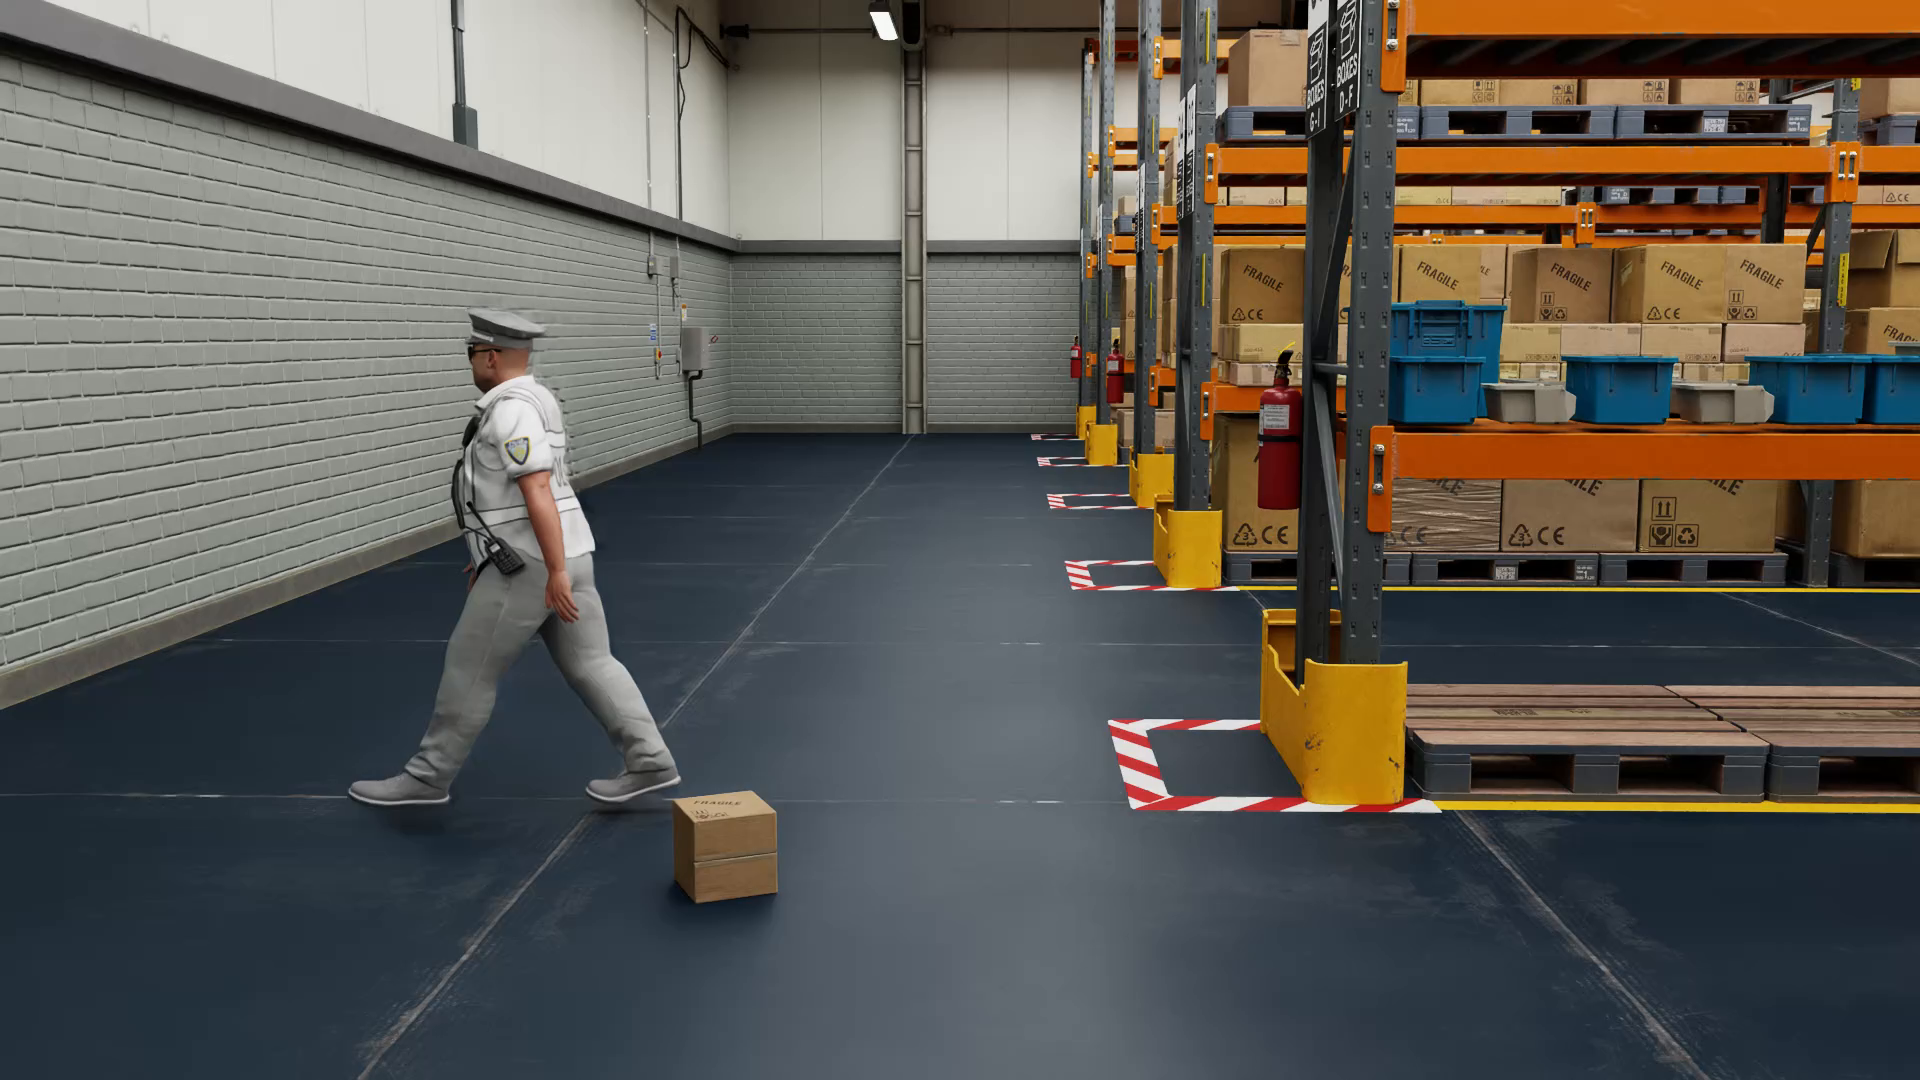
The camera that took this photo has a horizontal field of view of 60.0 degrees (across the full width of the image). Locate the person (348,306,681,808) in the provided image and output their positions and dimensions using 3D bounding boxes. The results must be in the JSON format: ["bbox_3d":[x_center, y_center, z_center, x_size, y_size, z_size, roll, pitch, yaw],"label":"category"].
[{"bbox_3d":[-1.514,0.060,5.660,1.072,1.696,0.576,1,7,6],"label":"person"}]
